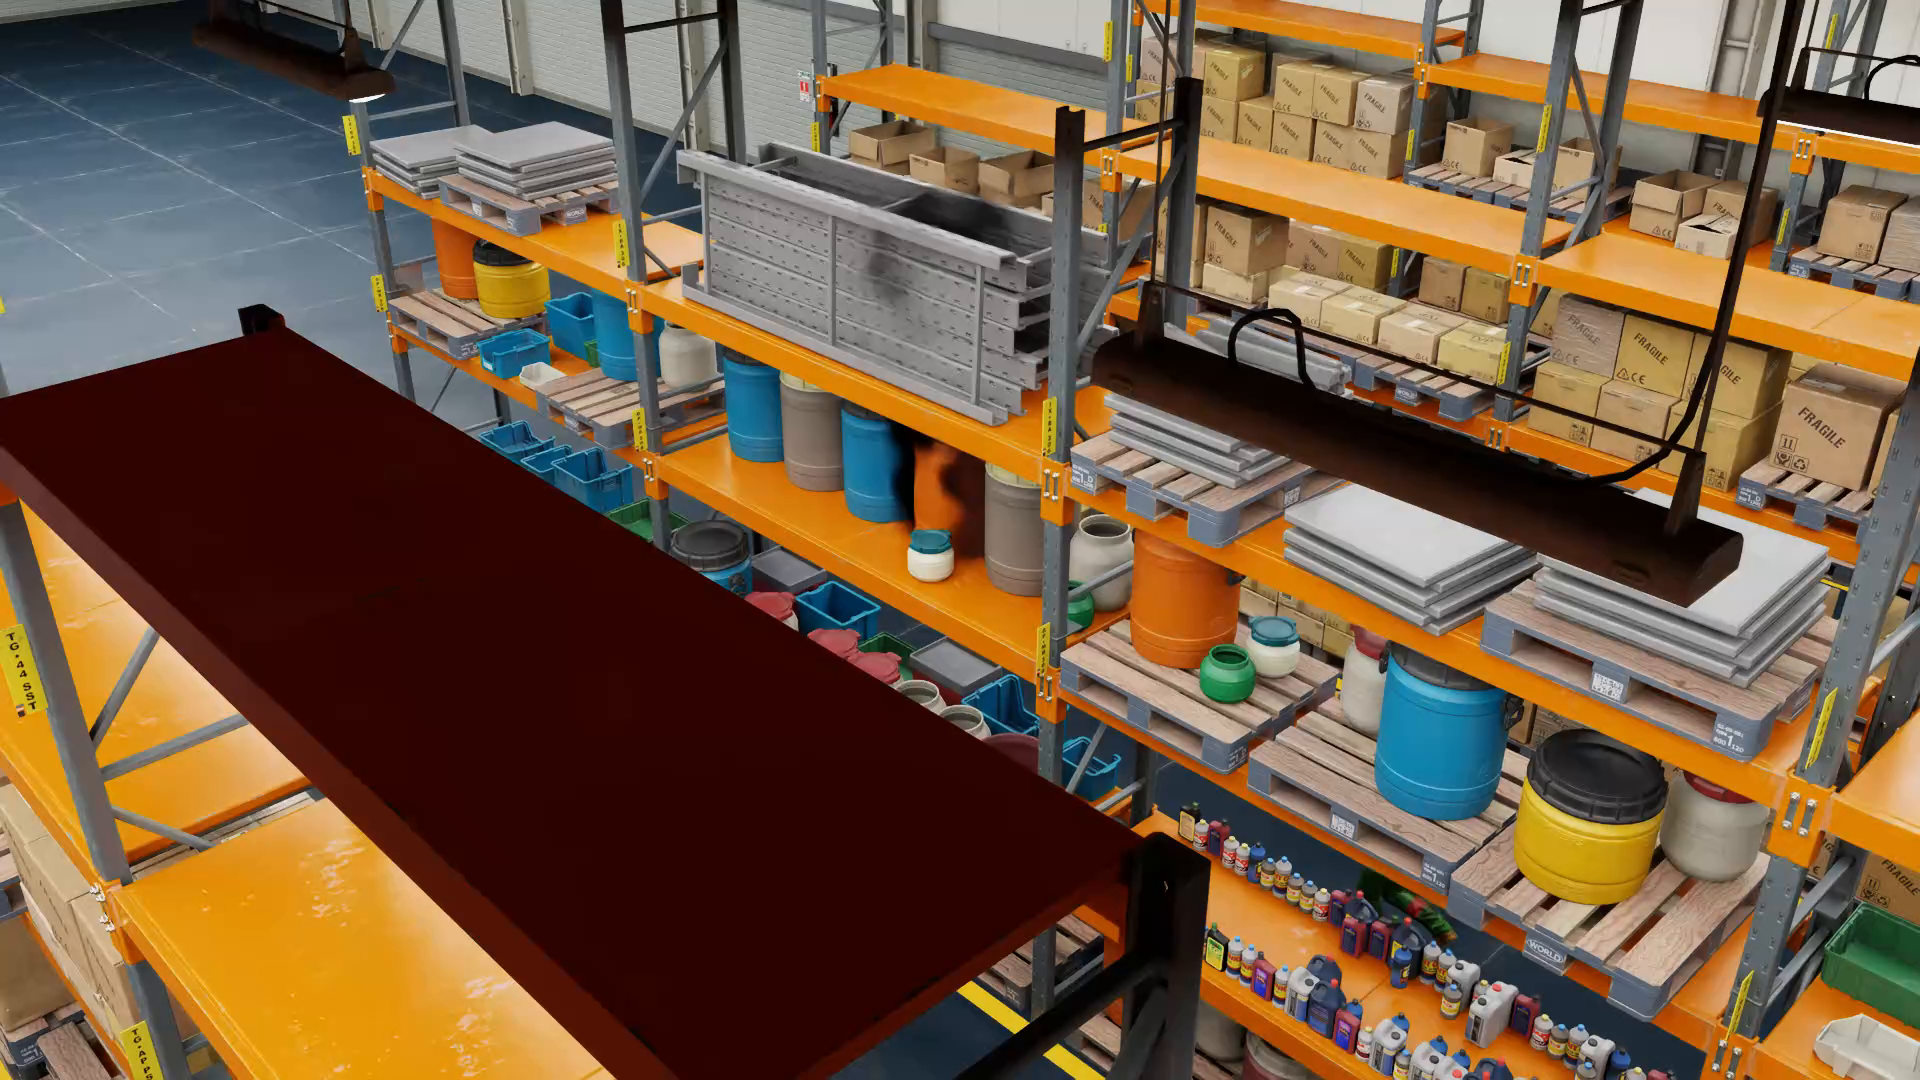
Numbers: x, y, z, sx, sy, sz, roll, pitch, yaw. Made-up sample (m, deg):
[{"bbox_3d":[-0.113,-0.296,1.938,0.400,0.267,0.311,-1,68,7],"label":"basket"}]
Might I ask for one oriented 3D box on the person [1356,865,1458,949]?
[{"bbox_3d":[2.941,2.126,11.056,0.661,1.771,0.763,-25,37,-38],"label":"person"}]
